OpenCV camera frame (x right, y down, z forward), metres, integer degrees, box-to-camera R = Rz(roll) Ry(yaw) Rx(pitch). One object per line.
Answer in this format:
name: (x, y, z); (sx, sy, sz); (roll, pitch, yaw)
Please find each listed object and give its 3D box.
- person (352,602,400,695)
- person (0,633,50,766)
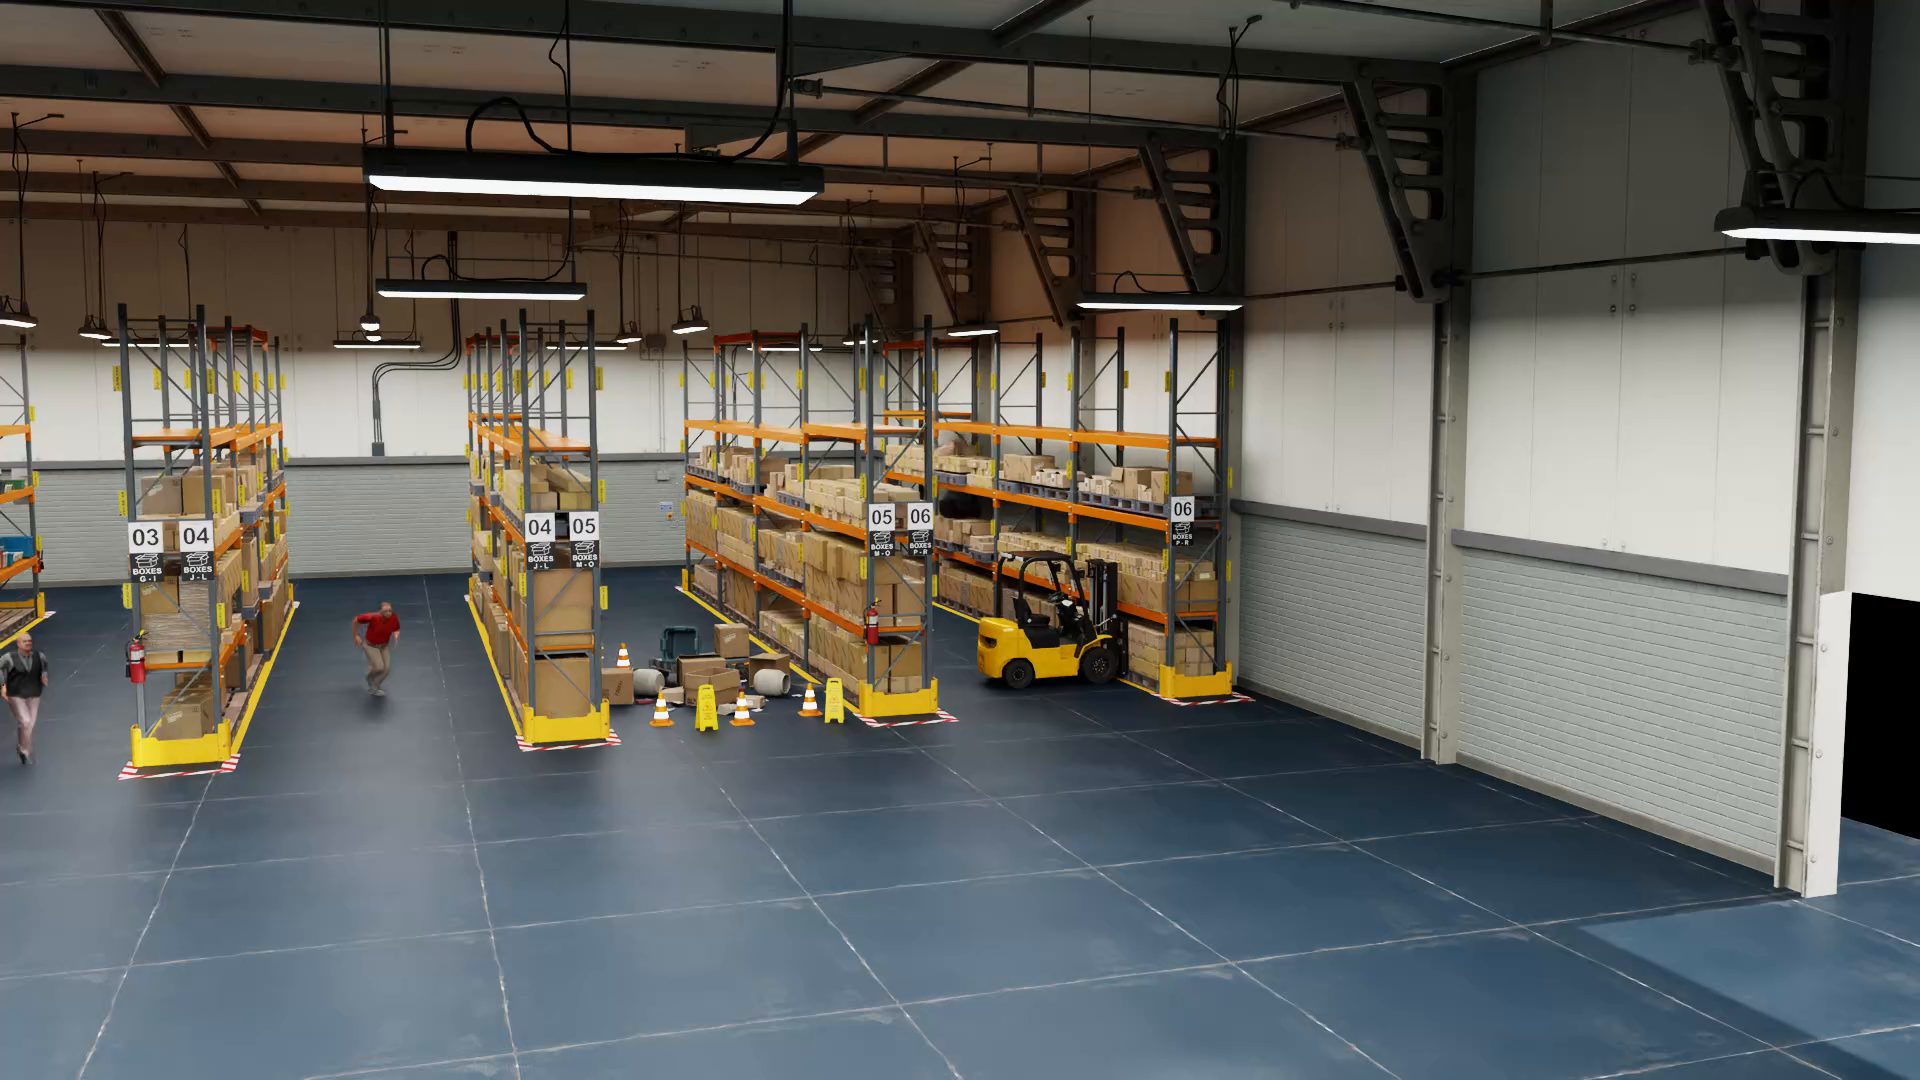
person: (-9.231, 1.736, 26.346); (0.890, 1.551, 0.694); (5, 8, 45)
person: (-12.305, 2.100, 21.887); (0.874, 1.772, 0.595); (4, 7, 36)
